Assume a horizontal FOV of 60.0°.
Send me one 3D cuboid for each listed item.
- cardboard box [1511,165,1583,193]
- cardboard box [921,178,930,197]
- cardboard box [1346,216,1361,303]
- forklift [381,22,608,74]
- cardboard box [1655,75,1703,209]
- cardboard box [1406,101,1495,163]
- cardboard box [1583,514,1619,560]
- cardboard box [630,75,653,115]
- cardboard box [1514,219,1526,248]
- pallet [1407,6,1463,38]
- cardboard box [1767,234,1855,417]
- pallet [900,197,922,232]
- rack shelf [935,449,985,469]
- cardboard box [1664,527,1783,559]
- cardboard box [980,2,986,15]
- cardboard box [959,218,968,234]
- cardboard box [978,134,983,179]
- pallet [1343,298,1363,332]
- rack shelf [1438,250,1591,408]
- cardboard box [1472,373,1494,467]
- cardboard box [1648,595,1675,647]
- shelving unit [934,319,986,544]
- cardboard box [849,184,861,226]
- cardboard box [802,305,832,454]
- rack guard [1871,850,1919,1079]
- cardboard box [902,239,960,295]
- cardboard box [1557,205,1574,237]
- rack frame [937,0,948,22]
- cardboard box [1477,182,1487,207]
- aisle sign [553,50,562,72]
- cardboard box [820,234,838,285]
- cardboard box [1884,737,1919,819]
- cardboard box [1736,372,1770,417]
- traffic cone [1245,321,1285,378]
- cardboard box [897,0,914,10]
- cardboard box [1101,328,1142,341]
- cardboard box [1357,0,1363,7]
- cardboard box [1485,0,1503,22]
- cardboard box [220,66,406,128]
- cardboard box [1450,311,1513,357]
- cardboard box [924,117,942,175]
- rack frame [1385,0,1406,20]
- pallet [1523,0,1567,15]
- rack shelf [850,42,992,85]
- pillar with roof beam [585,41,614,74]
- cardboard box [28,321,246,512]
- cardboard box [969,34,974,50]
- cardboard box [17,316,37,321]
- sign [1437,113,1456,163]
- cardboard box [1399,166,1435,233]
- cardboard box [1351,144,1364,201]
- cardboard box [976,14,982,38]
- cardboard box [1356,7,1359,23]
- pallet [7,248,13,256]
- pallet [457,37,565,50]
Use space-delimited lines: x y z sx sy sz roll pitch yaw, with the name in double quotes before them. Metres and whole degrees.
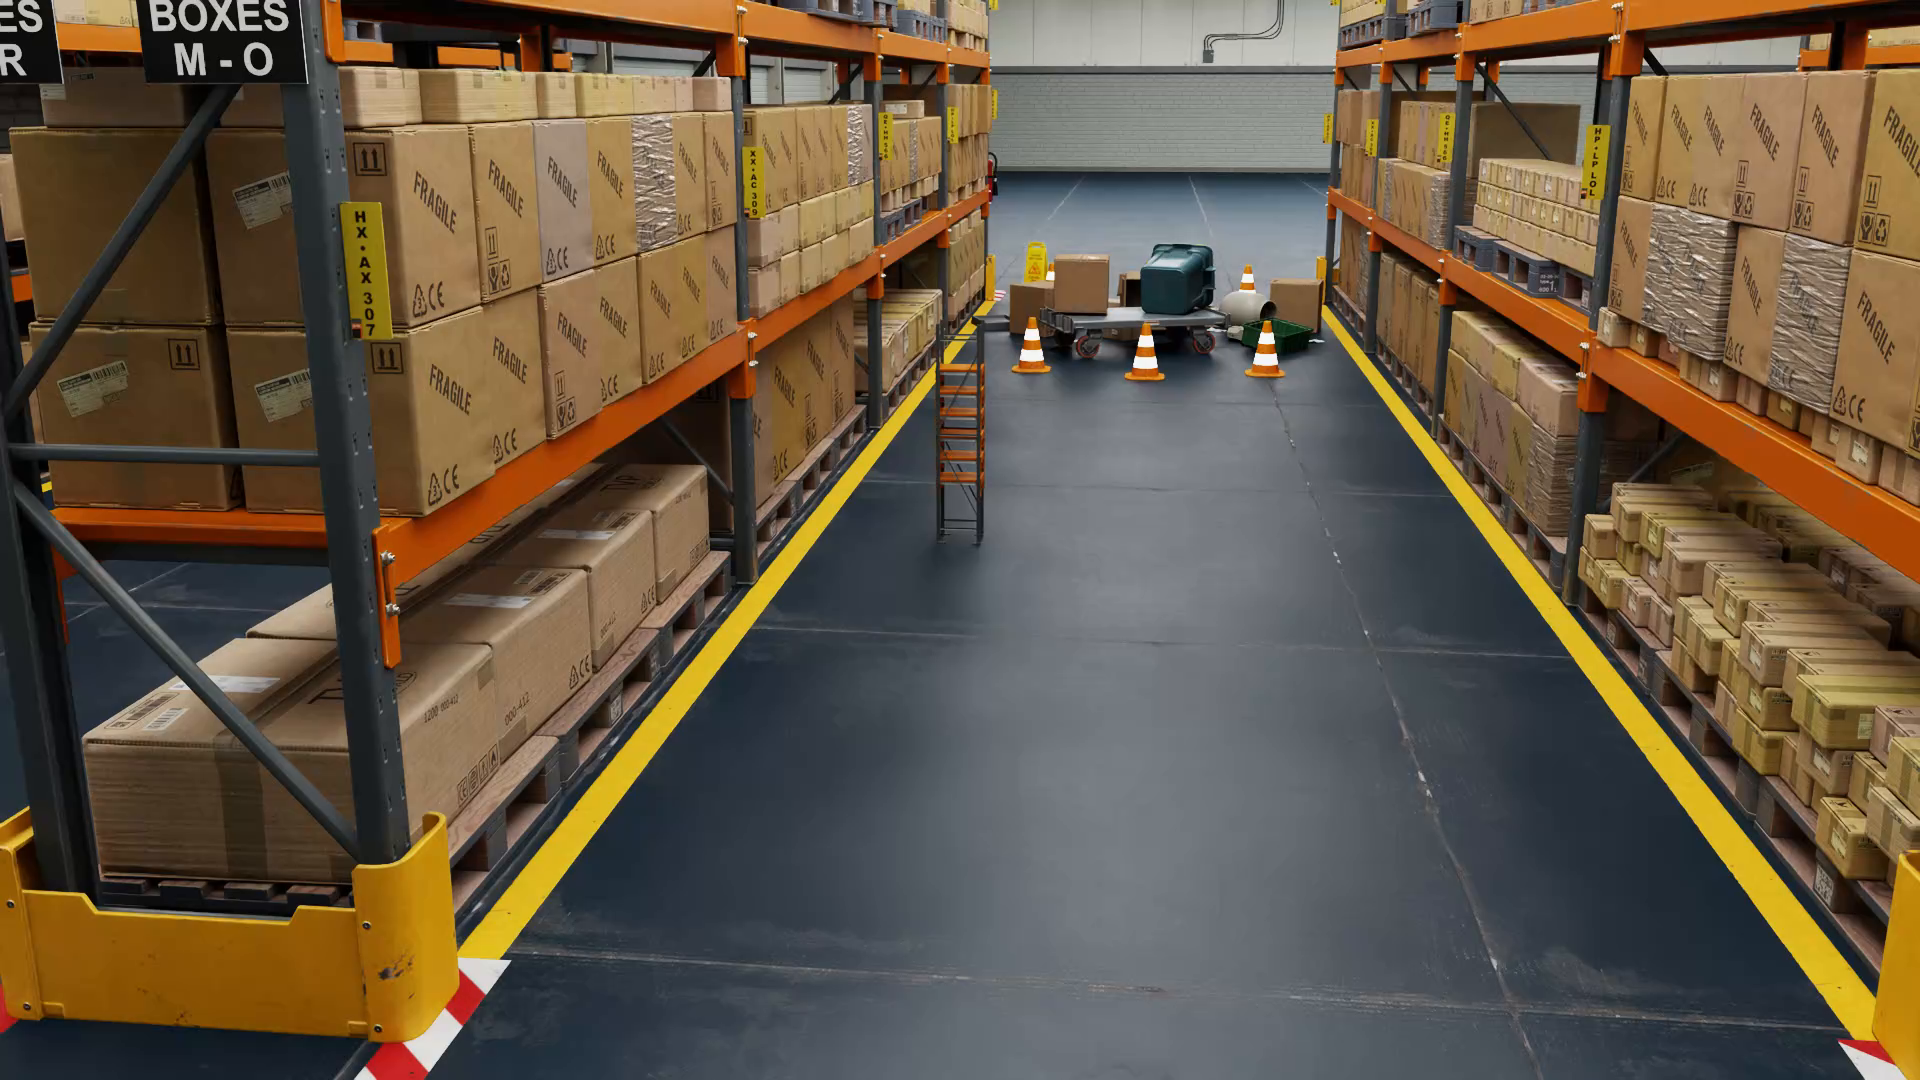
"cardboard box" 3.496 -2.143 9.878 0.380 0.149 0.250 2 15 9
"cardboard box" -0.469 -3.056 14.393 0.380 0.149 0.250 2 15 7
"cardboard box" 4.654 -3.007 17.801 0.875 0.875 0.875 1 15 5
"forklift" -2.866 -1.952 10.767 1.130 2.935 3.031 2 15 6
"cardboard box" 3.072 -1.553 6.482 0.500 0.500 0.500 1 15 5
"cardboard box" 4.205 -3.467 14.129 0.700 0.500 0.500 1 15 5
"cardboard box" 3.049 -0.009 7.535 0.380 0.149 0.250 2 15 9
"cardboard box" -1.419 -1.736 6.486 0.380 0.149 0.250 2 15 6
"cardboard box" 3.461 -1.788 9.705 0.380 0.149 0.250 2 15 7
"pallet" 4.003 -3.976 12.736 1.003 0.211 1.213 2 15 9
"cardboard box" 2.863 -0.667 5.121 0.500 0.500 0.500 2 15 6
"pallet" -0.888 -2.702 13.777 1.003 0.211 1.213 2 15 6
"rack shelf" 0.002 -0.424 9.062 0.258 0.103 0.180 2 15 6
"cardboard box" 3.087 0.051 6.743 0.380 0.149 0.250 1 15 5
"cardboard box" 0.088 -5.970 18.703 0.380 0.149 0.250 2 15 7
"cardboard box" -0.127 -3.247 17.209 0.380 0.149 0.250 3 15 9
"cardboard box" -0.016 -4.268 18.440 0.500 0.500 0.500 2 15 6
"pallet" 4.610 -2.364 17.501 1.003 0.211 1.213 2 15 6
"rack shelf" 3.634 -1.295 9.582 1.077 0.370 4.000 2 15 6
"cardboard box" 3.420 -0.717 10.052 0.500 0.500 0.500 1 15 5
"cardboard box" 3.062 0.337 6.825 0.380 0.149 0.250 1 15 5
"shelving unit" 0.002 -0.583 9.019 0.258 1.200 0.189 2 15 6
"cardboard box" -0.927 -2.183 10.819 0.500 0.250 0.500 1 15 5
"cardboard box" -1.336 -1.050 10.563 0.875 0.875 0.875 2 15 7
"rack guard" 2.965 1.101 4.132 1.175 0.500 0.348 2 15 6
"cardboard box" -0.284 -2.700 16.428 0.500 0.500 0.500 2 15 9
"cardboard box" 3.343 -1.661 8.665 0.380 0.149 0.250 1 15 4
"rack frame" -0.619 -6.214 14.902 1.000 3.000 0.127 2 15 6
"cardboard box" 3.606 -2.266 10.904 0.380 0.149 0.250 2 15 9
"aisle sign" -4.801 -5.764 19.751 0.394 0.787 0.004 2 15 6
"cardboard box" -1.014 -1.673 9.890 0.500 0.250 0.500 1 15 5
"cardboard box" 2.765 0.656 4.508 0.380 0.149 0.250 2 15 7
"cardboard box" 2.967 -0.524 5.836 0.380 0.149 0.250 2 15 8
"traffic cone" 2.659 -1.670 14.452 0.336 0.463 0.334 2 15 6
"cardboard box" -0.662 -4.477 13.709 0.500 0.250 0.500 2 15 7
"cardboard box" 1.606 -2.146 16.590 0.258 0.266 0.396 -10 18 -32
"cardboard box" 4.283 -5.496 16.714 0.500 0.250 0.500 2 15 6
"cardboard box" 3.481 -3.387 10.003 0.500 0.500 0.500 2 15 6
"cardboard box" -1.658 -1.133 4.258 0.380 0.149 0.250 2 15 7
"cardboard box" 3.541 -1.347 10.945 0.500 0.250 0.500 1 15 4
"cardboard box" -0.443 -3.586 15.111 0.500 0.500 0.500 1 15 5
"rack frame" 4.311 -6.094 14.460 1.000 3.000 0.127 2 15 6
"pallet" 3.698 -2.907 8.778 1.213 0.211 1.003 2 15 6
"rack shelf" -0.393 -4.937 17.306 1.077 0.370 4.000 2 15 6
"pillar with roof beam" -1.119 -8.672 23.993 9.100 9.000 0.400 2 15 6
"cardboard box" -2.181 -0.387 4.654 0.500 0.500 0.500 2 15 7
"cardboard box" -0.059 -5.182 17.313 0.380 0.149 0.250 2 15 6
"cardboard box" -6.376 -1.474 11.607 0.380 0.149 0.250 2 15 7
"sign" 3.308 -2.735 11.313 0.100 0.325 0.005 2 15 6
"cardboard box" 3.811 -2.726 13.304 0.500 0.500 0.500 2 15 7
"cardboard box" 4.518 -3.787 17.133 0.875 0.550 0.500 2 15 6
"cardboard box" -0.029 -5.604 18.110 0.500 0.250 0.500 1 15 5
"cardboard box" 4.235 -5.341 16.905 0.380 0.149 0.250 2 15 7
"pallet" -6.009 -2.155 11.753 1.213 0.211 1.003 2 15 6
"pallet" -5.205 -5.723 19.004 1.003 0.211 1.213 2 15 6
